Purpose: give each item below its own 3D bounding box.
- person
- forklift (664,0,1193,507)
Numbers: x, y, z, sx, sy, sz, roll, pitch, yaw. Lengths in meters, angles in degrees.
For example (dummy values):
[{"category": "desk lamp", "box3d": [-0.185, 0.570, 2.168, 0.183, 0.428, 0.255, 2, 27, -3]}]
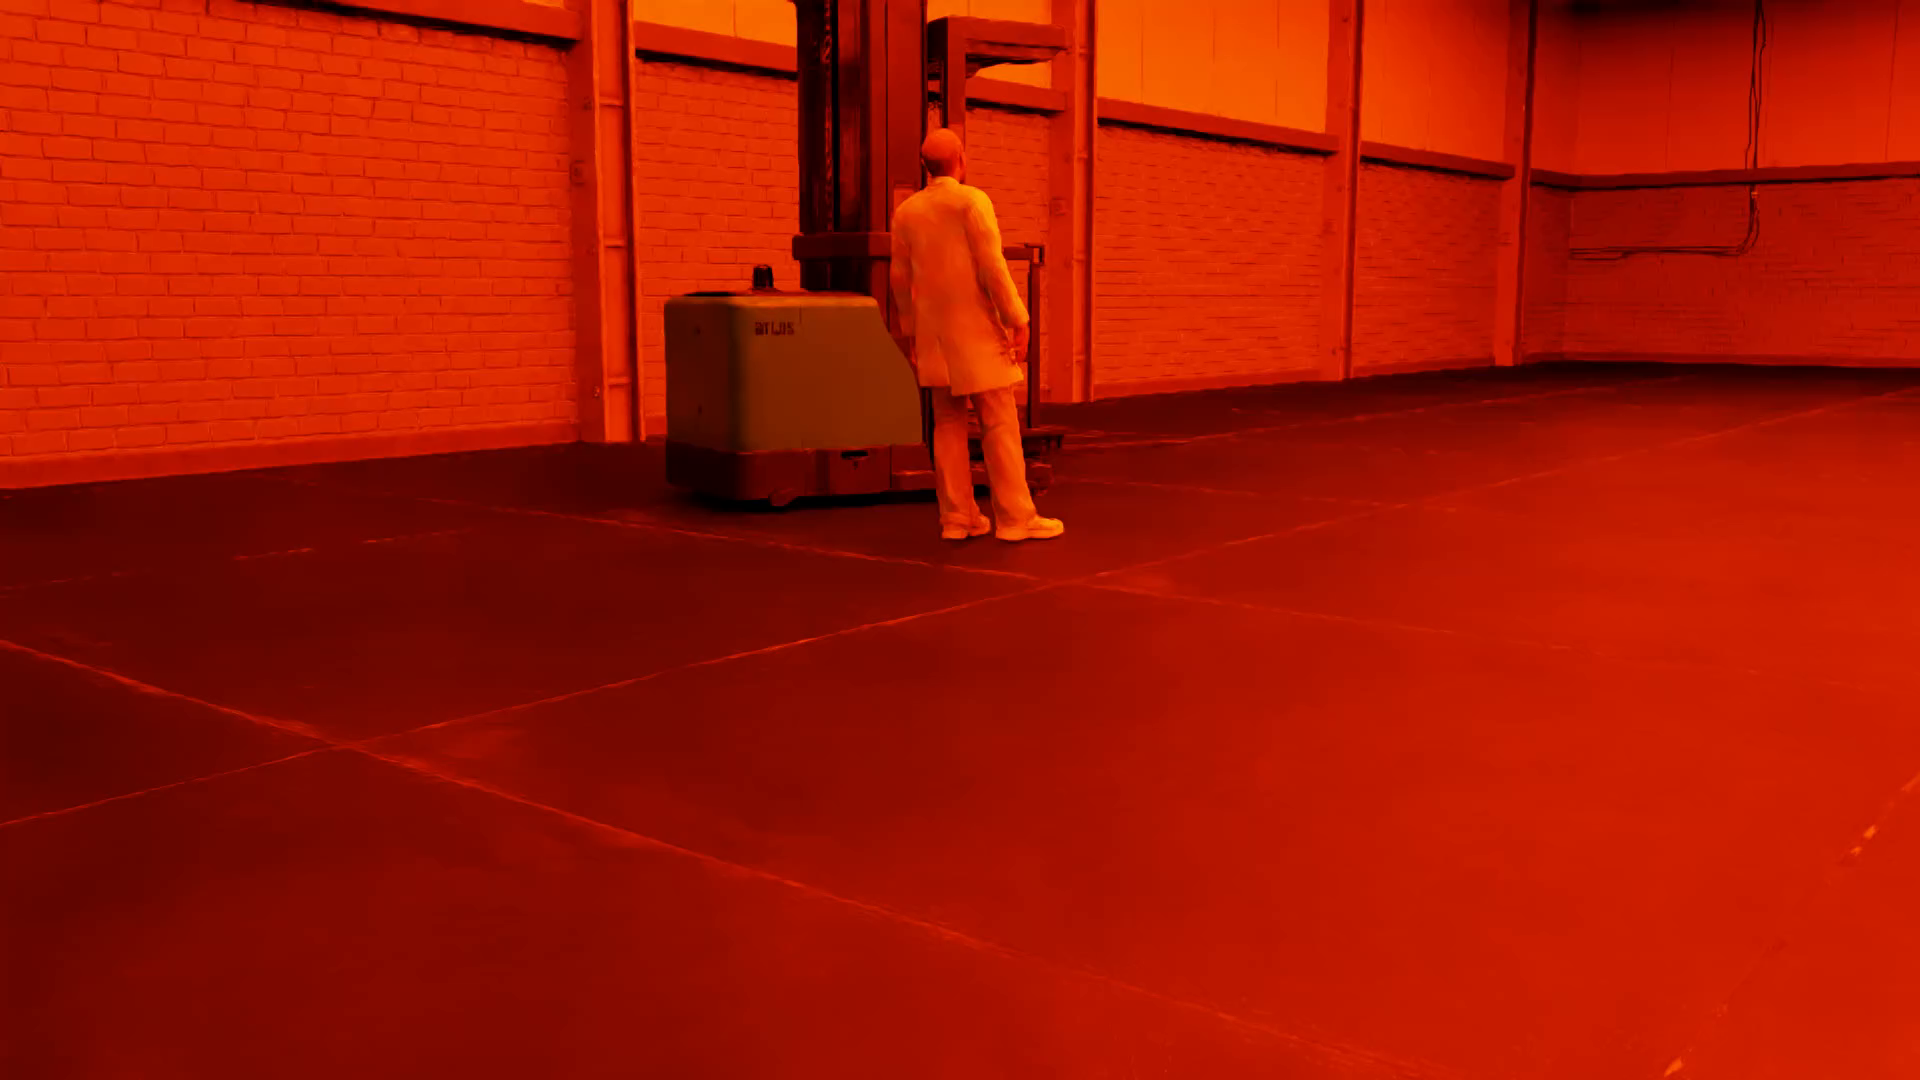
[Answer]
[{"category": "person", "box3d": [0.061, -0.896, 7.342, 0.694, 1.776, 0.579, 7, 11, 38]}, {"category": "forklift", "box3d": [-0.079, -1.751, 9.247, 3.031, 2.935, 1.130, -5, 10, -31]}]
